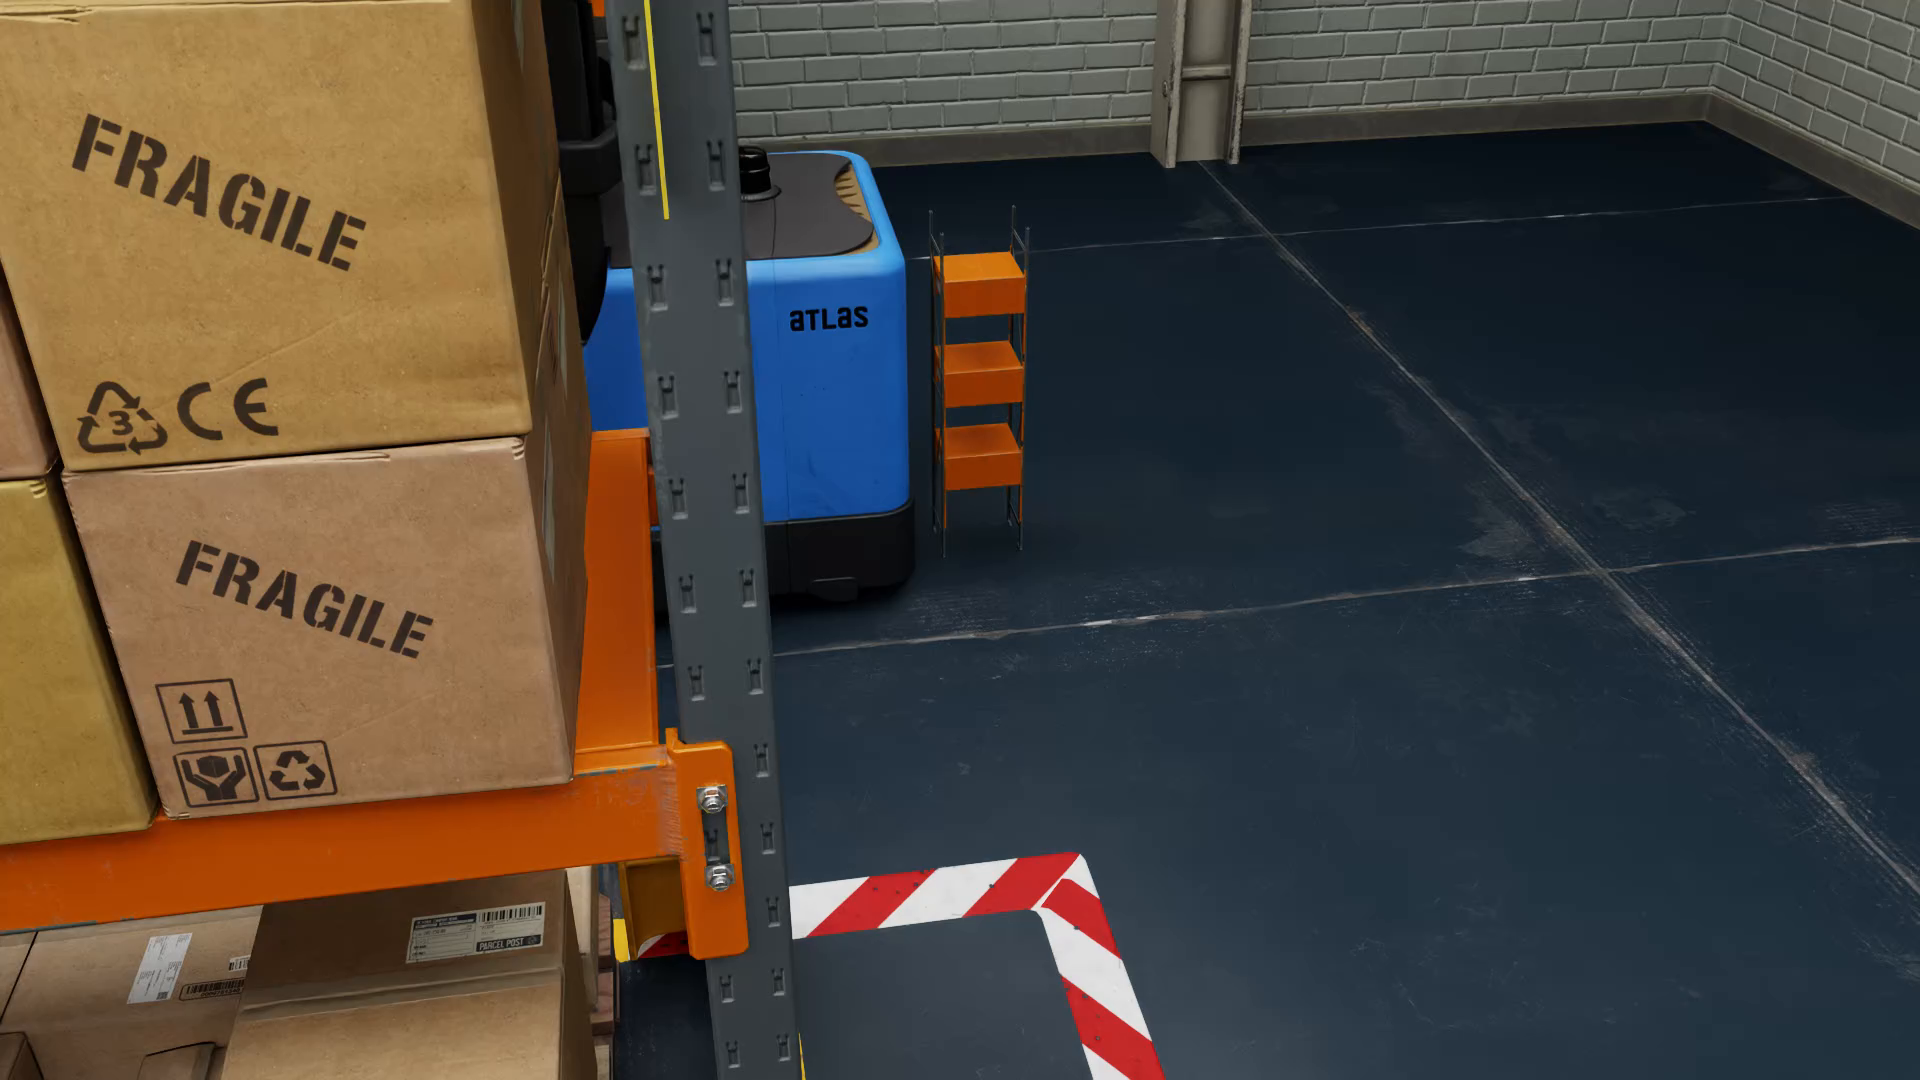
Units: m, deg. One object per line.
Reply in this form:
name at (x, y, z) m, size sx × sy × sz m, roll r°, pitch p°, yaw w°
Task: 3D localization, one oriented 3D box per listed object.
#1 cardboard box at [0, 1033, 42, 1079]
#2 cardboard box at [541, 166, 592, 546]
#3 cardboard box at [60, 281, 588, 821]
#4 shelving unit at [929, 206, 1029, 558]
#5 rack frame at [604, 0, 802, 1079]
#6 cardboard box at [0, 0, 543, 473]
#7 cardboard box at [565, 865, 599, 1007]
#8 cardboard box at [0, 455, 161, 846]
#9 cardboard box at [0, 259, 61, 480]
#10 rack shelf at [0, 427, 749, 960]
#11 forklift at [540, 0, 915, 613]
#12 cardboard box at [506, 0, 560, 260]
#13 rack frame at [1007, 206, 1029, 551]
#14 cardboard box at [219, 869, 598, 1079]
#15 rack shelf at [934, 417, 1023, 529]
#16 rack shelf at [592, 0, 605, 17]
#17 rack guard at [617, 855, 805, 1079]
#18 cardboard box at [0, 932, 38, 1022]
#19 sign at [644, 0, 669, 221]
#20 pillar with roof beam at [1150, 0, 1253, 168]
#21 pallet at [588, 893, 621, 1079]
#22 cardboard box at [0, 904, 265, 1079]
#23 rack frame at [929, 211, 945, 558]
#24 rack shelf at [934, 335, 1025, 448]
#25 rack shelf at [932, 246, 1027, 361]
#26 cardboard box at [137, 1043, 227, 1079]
cardboard box at (-1.822, 1.103, 2.694) m, size 0.500 × 0.250 × 0.500 m, roll -5°, pitch 31°, yaw -9°
cardboard box at (-0.876, -0.271, 2.653) m, size 0.500 × 0.500 × 0.500 m, roll -5°, pitch 31°, yaw -8°
cardboard box at (-0.783, -0.004, 2.198) m, size 0.500 × 0.500 × 0.500 m, roll -4°, pitch 31°, yaw -7°
shelving unit at (0.053, -0.457, 4.992) m, size 0.252 × 1.050 × 0.215 m, roll -5°, pitch 31°, yaw -9°
rack frame at (-0.392, -0.137, 2.524) m, size 0.127 × 3.000 × 1.000 m, roll -5°, pitch 31°, yaw -9°
cardboard box at (-0.780, -0.433, 1.943) m, size 0.500 × 0.500 × 0.500 m, roll -6°, pitch 31°, yaw -9°
cardboard box at (-0.865, 0.769, 3.361) m, size 0.250 × 0.149 × 0.380 m, roll -5°, pitch 31°, yaw -9°
cardboard box at (-1.293, 0.045, 2.115) m, size 0.500 × 0.500 × 0.500 m, roll -5°, pitch 31°, yaw -8°
cardboard box at (-1.277, -0.387, 1.864) m, size 0.500 × 0.500 × 0.500 m, roll -4°, pitch 31°, yaw -8°
rack shelf at (-2.359, 0.356, 2.396) m, size 4.000 × 0.370 × 1.077 m, roll -5°, pitch 31°, yaw -9°
forklift at (-1.698, -1.212, 4.420) m, size 3.031 × 2.935 × 1.130 m, roll -5°, pitch 31°, yaw -8°
cardboard box at (-0.876, -0.702, 2.400) m, size 0.500 × 0.500 × 0.500 m, roll -4°, pitch 31°, yaw -7°
rack frame at (0.173, -0.469, 5.011) m, size 0.008 × 1.050 × 0.200 m, roll -5°, pitch 31°, yaw -9°
cardboard box at (-0.882, 0.923, 2.753) m, size 0.500 × 0.500 × 0.500 m, roll -5°, pitch 31°, yaw -9°
rack shelf at (0.053, -0.209, 5.138) m, size 0.240 × 0.259 × 0.215 m, roll -5°, pitch 31°, yaw -9°
rack shelf at (-3.255, -2.114, 6.595) m, size 4.000 × 0.370 × 1.077 m, roll -5°, pitch 31°, yaw -9°
rack guard at (-0.466, 0.947, 3.146) m, size 0.348 × 0.500 × 1.175 m, roll -5°, pitch 31°, yaw -9°
cardboard box at (-1.961, 0.858, 3.110) m, size 0.500 × 0.250 × 0.500 m, roll -5°, pitch 31°, yaw -9°
sign at (-0.311, -0.494, 1.677) m, size 0.005 × 0.325 × 0.100 m, roll -5°, pitch 31°, yaw -9°
pillar with roof beam at (1.988, -3.724, 2.705) m, size 0.400 × 9.000 × 9.100 m, roll -5°, pitch 31°, yaw -9°
pallet at (-1.250, 1.145, 3.094) m, size 1.213 × 0.211 × 1.003 m, roll -5°, pitch 31°, yaw -9°
cardboard box at (-1.469, 0.812, 3.188) m, size 0.500 × 0.250 × 0.500 m, roll -5°, pitch 31°, yaw -9°
rack frame at (-0.067, -0.446, 4.973) m, size 0.008 × 1.050 × 0.200 m, roll -5°, pitch 31°, yaw -9°
rack shelf at (0.053, -0.448, 4.998) m, size 0.240 × 0.259 × 0.215 m, roll -5°, pitch 31°, yaw -9°
rack shelf at (0.053, -0.693, 4.854) m, size 0.240 × 0.259 × 0.215 m, roll -5°, pitch 31°, yaw -9°
cardboard box at (-1.297, 1.059, 2.851) m, size 0.250 × 0.166 × 0.380 m, roll -5°, pitch 31°, yaw -9°
